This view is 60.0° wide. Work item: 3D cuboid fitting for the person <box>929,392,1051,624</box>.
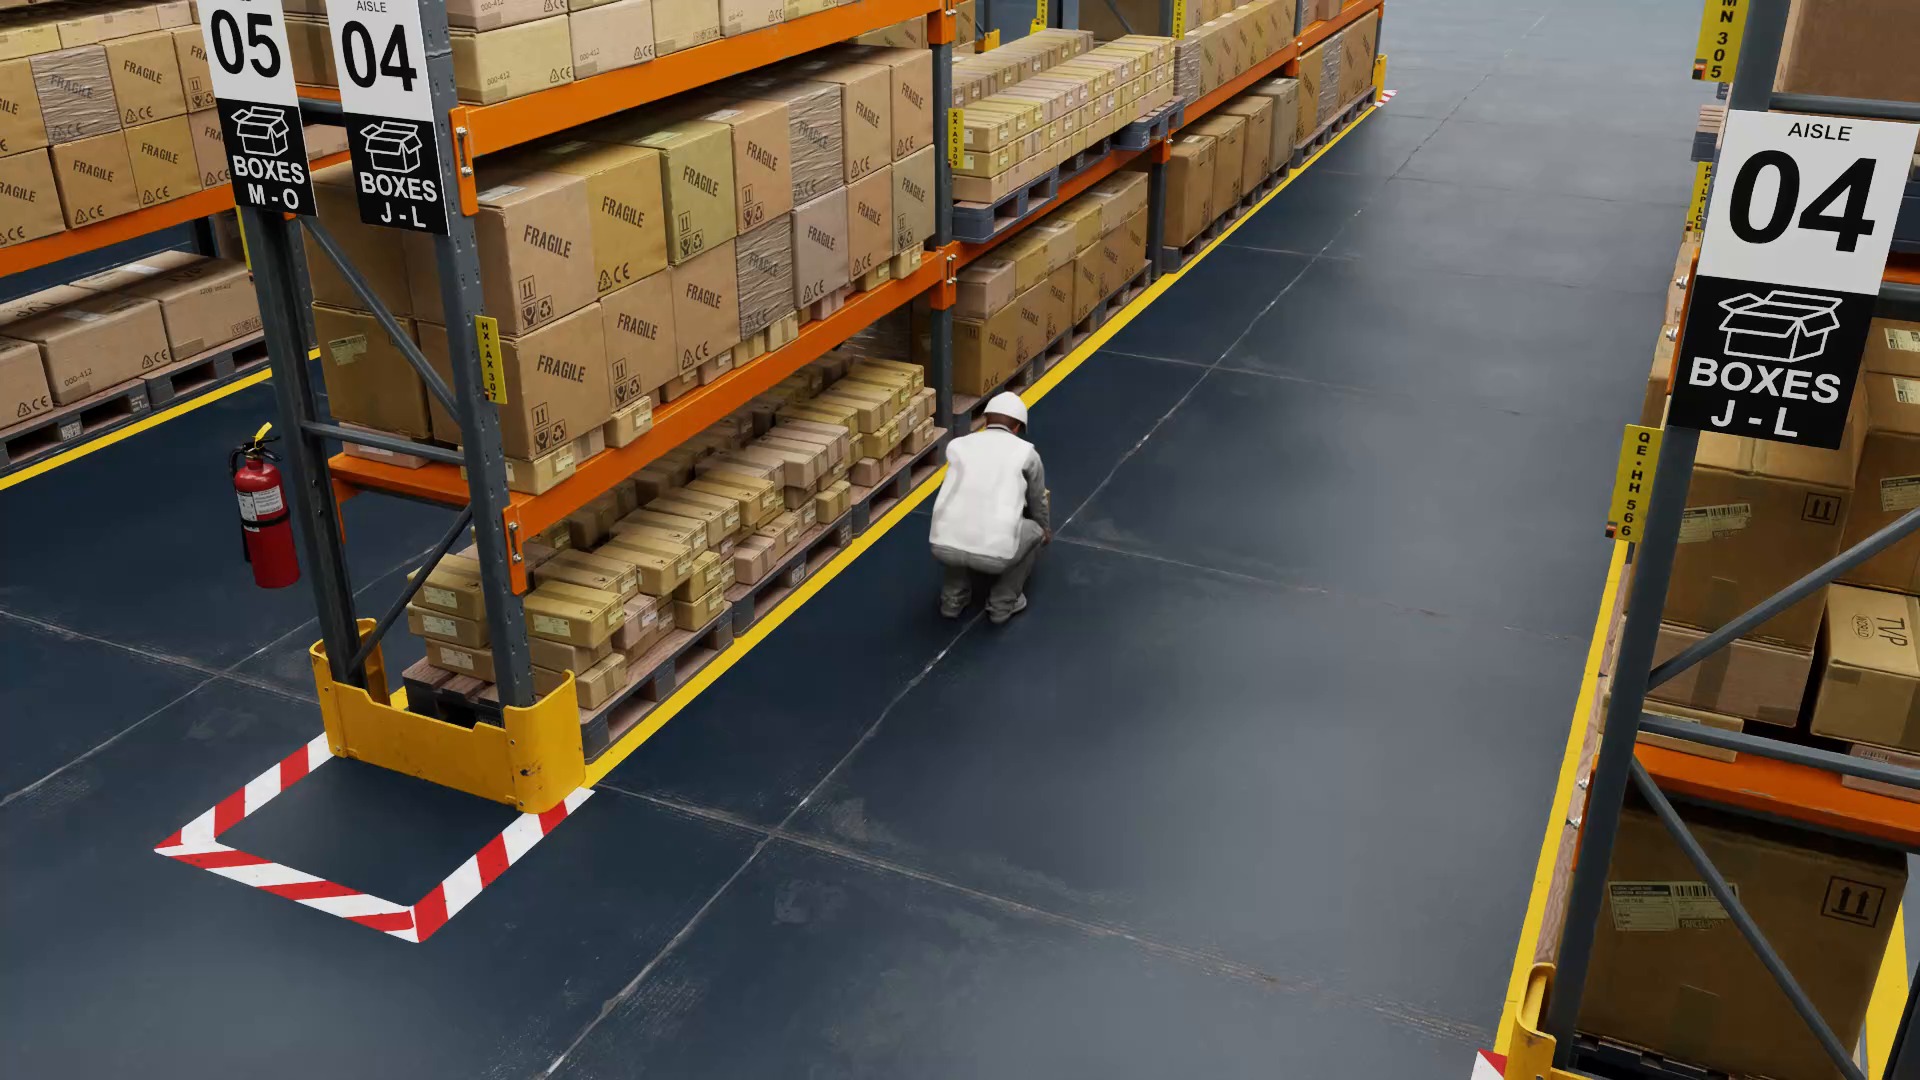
[{"bbox_3d":[0.148,-0.143,8.264,0.510,1.010,0.872,11,28,21],"label":"person"}]
